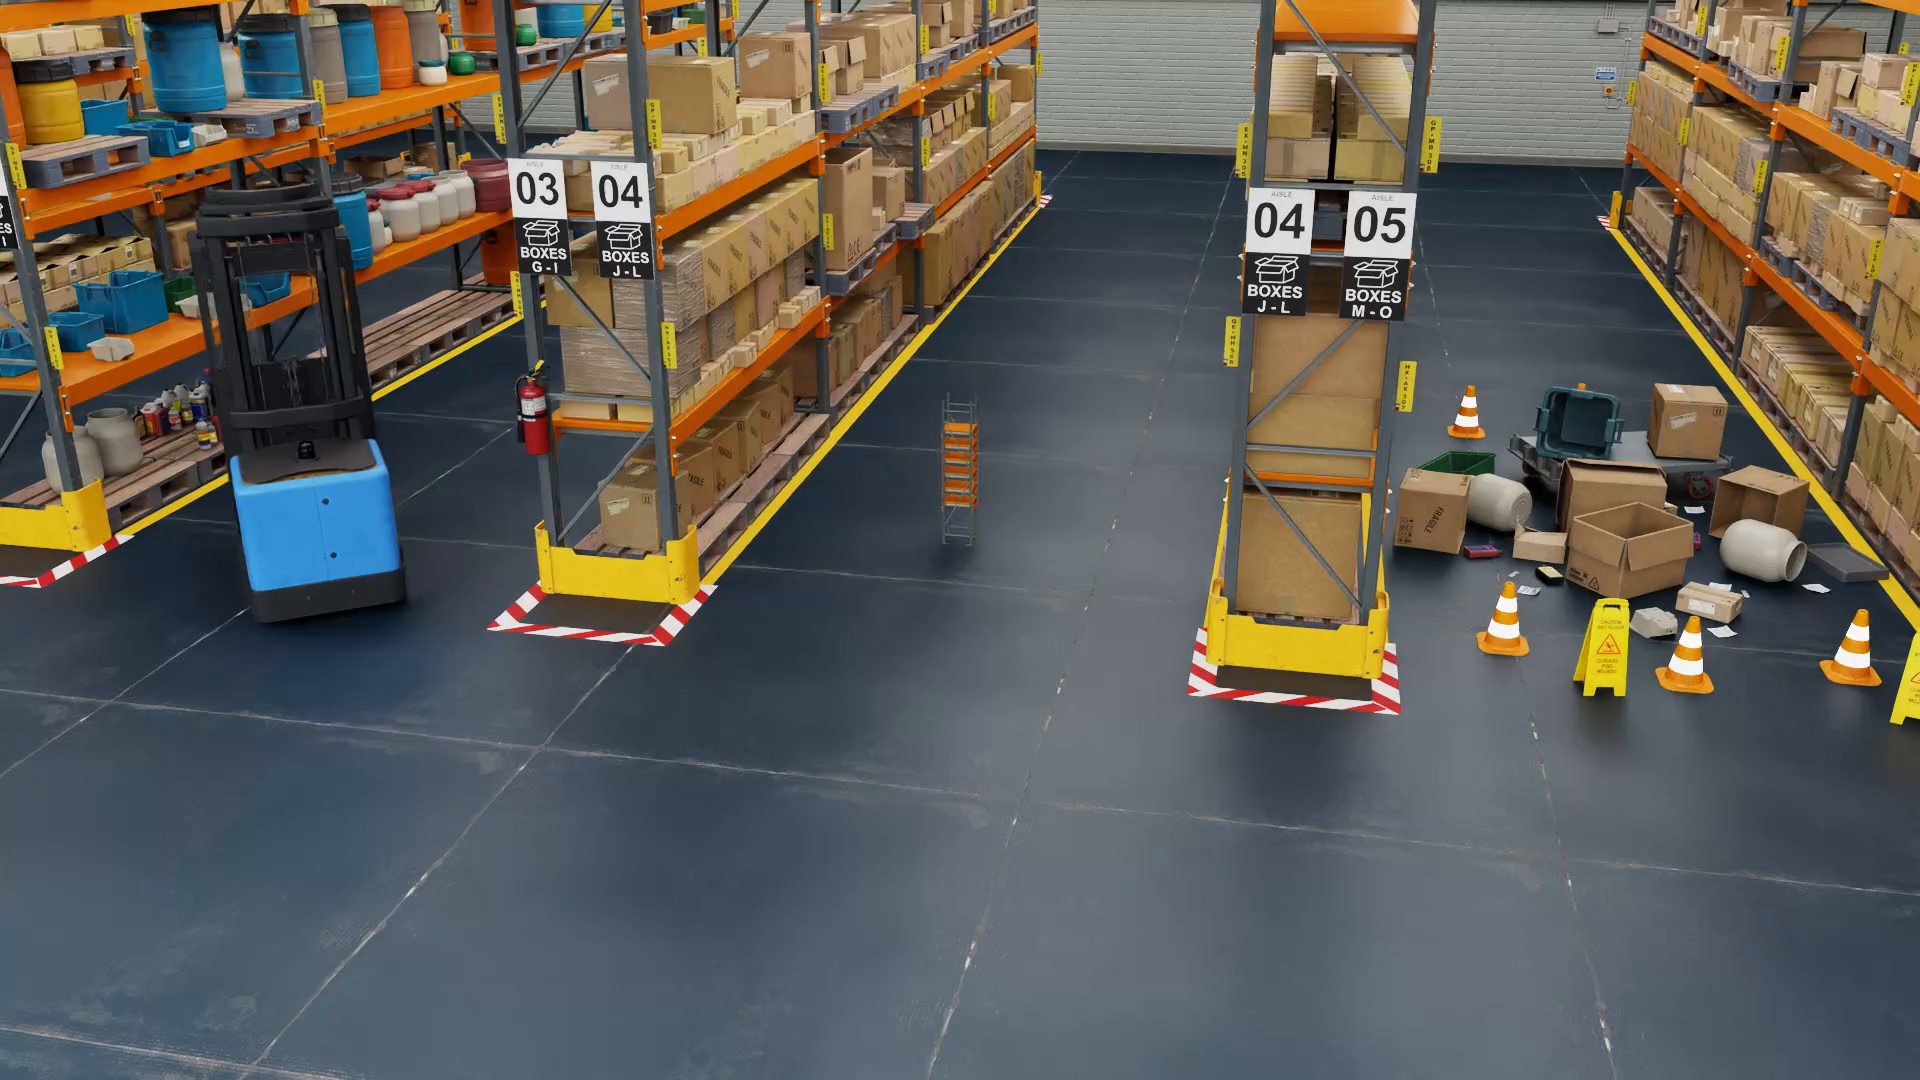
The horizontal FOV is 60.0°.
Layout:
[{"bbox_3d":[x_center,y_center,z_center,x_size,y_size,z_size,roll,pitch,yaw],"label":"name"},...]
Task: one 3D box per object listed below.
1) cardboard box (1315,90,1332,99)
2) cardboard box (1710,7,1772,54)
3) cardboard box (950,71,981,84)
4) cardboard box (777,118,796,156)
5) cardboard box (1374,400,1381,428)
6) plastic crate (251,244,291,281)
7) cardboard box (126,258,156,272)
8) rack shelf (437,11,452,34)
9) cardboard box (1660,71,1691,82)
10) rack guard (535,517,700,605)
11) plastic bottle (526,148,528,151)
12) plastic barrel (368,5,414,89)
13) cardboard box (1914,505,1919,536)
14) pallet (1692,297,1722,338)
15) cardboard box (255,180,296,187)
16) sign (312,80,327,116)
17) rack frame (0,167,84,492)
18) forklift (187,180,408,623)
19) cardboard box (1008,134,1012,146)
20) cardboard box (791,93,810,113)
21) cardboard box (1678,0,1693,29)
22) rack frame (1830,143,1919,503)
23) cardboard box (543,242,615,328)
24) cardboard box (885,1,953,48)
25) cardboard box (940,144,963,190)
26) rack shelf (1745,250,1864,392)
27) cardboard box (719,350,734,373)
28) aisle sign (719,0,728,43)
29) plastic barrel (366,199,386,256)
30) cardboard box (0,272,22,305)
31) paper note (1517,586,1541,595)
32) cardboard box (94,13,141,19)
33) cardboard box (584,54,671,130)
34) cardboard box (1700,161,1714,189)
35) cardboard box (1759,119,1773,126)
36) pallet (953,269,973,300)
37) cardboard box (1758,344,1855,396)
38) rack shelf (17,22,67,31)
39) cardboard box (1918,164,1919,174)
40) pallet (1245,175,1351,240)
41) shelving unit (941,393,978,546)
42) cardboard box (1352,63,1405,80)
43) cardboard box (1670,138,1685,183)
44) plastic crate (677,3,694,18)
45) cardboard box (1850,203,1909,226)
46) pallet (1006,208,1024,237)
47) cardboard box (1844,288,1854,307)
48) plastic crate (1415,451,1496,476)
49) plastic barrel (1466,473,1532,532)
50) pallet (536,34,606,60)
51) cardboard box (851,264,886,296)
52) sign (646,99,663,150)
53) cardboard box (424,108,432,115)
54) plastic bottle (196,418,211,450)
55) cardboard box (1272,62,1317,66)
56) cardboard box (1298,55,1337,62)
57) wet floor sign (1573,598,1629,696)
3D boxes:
[{"bbox_3d":[2.515,-3.214,12.441,0.500,0.250,0.500,4,22,10],"label":"cardboard box"},{"bbox_3d":[9.128,-5.958,19.450,0.500,0.500,0.500,4,22,10],"label":"cardboard box"},{"bbox_3d":[0.143,-6.732,24.883,0.500,0.500,0.500,4,22,9],"label":"cardboard box"},{"bbox_3d":[-1.696,-3.400,13.996,0.500,0.250,0.500,5,22,12],"label":"cardboard box"},{"bbox_3d":[2.636,-1.184,12.107,0.875,0.550,0.550,4,22,11],"label":"cardboard box"},{"bbox_3d":[-6.822,-2.622,15.962,0.767,0.338,0.504,4,22,11],"label":"plastic crate"},{"bbox_3d":[-10.491,-3.383,20.886,0.500,0.250,0.500,5,22,12],"label":"cardboard box"},{"bbox_3d":[-9.398,-7.926,25.997,1.077,0.370,4.000,4,22,11],"label":"rack shelf"},{"bbox_3d":[9.786,-6.317,22.713,0.380,0.149,0.250,5,22,11],"label":"cardboard box"},{"bbox_3d":[-2.542,0.140,12.368,1.175,0.500,0.348,4,22,11],"label":"rack guard"},{"bbox_3d":[-5.738,-5.042,21.955,0.144,0.351,0.185,4,22,11],"label":"plastic bottle"},{"bbox_3d":[-6.288,-5.363,18.095,0.600,0.830,0.708,4,22,11],"label":"plastic barrel"},{"bbox_3d":[7.265,-0.192,11.960,0.500,0.500,0.500,4,22,10],"label":"cardboard box"},{"bbox_3d":[9.262,-2.596,19.548,1.003,0.211,1.213,4,22,11],"label":"pallet"},{"bbox_3d":[-10.144,-5.023,24.599,0.500,0.500,0.500,3,22,8],"label":"cardboard box"},{"bbox_3d":[-6.054,-4.182,15.725,0.100,0.325,0.005,4,22,11],"label":"sign"},{"bbox_3d":[-7.407,-1.370,12.769,1.000,3.000,0.127,4,22,11],"label":"rack frame"},{"bbox_3d":[-5.111,-1.291,12.666,1.130,2.935,3.031,-10,24,-23],"label":"forklift"},{"bbox_3d":[0.541,-5.821,24.158,0.380,0.149,0.250,5,22,12],"label":"cardboard box"},{"bbox_3d":[-1.525,-3.821,14.507,0.380,0.149,0.250,5,23,13],"label":"cardboard box"},{"bbox_3d":[9.850,-7.041,22.007,0.500,0.500,0.500,5,22,12],"label":"cardboard box"},{"bbox_3d":[7.960,-1.699,13.588,1.000,3.000,0.127,4,22,11],"label":"rack frame"},{"bbox_3d":[-2.688,-1.860,12.117,0.500,0.500,0.500,4,22,11],"label":"cardboard box"},{"bbox_3d":[-0.530,-6.301,20.297,0.797,0.503,0.637,4,22,10],"label":"cardboard box"},{"bbox_3d":[-0.252,-4.680,20.856,0.500,0.500,0.500,5,22,11],"label":"cardboard box"},{"bbox_3d":[8.368,-2.097,15.539,1.077,0.370,4.000,4,22,11],"label":"rack shelf"},{"bbox_3d":[-2.018,-1.419,13.229,0.380,0.149,0.250,4,22,11],"label":"cardboard box"},{"bbox_3d":[-3.840,-8.431,26.823,0.394,0.787,0.004,4,22,11],"label":"aisle sign"},{"bbox_3d":[-6.181,-3.229,17.203,0.433,0.535,0.433,0,22,0],"label":"plastic barrel"},{"bbox_3d":[-10.899,-2.895,18.925,0.500,0.311,0.500,4,22,9],"label":"cardboard box"},{"bbox_3d":[4.251,0.372,12.421,0.144,0.017,0.142,13,25,29],"label":"paper note"},{"bbox_3d":[-10.527,-6.735,20.604,0.500,0.500,0.500,4,22,11],"label":"cardboard box"},{"bbox_3d":[-2.489,-3.386,12.559,0.500,0.500,0.500,4,22,11],"label":"cardboard box"},{"bbox_3d":[9.018,-4.273,19.509,0.500,0.250,0.500,5,22,12],"label":"cardboard box"},{"bbox_3d":[9.526,-4.579,19.266,0.500,0.500,0.500,5,23,13],"label":"cardboard box"},{"bbox_3d":[-0.440,-3.352,21.424,1.003,0.211,1.213,4,22,11],"label":"pallet"},{"bbox_3d":[8.508,-1.662,16.450,0.950,0.372,0.625,4,22,10],"label":"cardboard box"},{"bbox_3d":[-14.249,-8.303,26.932,1.077,0.370,4.000,4,22,11],"label":"rack shelf"},{"bbox_3d":[7.653,-2.878,12.836,0.380,0.149,0.250,4,22,10],"label":"cardboard box"},{"bbox_3d":[2.418,-2.199,10.933,1.003,0.211,1.213,4,22,11],"label":"pallet"},{"bbox_3d":[-0.003,-0.551,13.147,0.258,1.200,0.189,4,22,11],"label":"shelving unit"},{"bbox_3d":[3.227,-3.583,12.824,0.380,0.149,0.250,4,22,11],"label":"cardboard box"},{"bbox_3d":[9.437,-4.861,21.304,0.500,0.500,0.500,5,22,11],"label":"cardboard box"},{"bbox_3d":[-4.493,-8.432,26.466,0.497,0.269,0.590,4,22,11],"label":"plastic crate"},{"bbox_3d":[7.961,-2.819,14.405,0.380,0.149,0.250,4,22,9],"label":"cardboard box"},{"bbox_3d":[0.369,-4.807,25.037,1.003,0.211,1.213,4,22,11],"label":"pallet"},{"bbox_3d":[7.866,-2.082,14.312,0.380,0.149,0.250,4,22,9],"label":"cardboard box"},{"bbox_3d":[4.340,-0.599,14.542,0.450,0.188,0.662,7,21,42],"label":"plastic crate"},{"bbox_3d":[4.363,-0.313,13.594,0.421,0.421,0.512,-16,27,-35],"label":"plastic barrel"},{"bbox_3d":[-5.251,-6.353,21.380,1.003,0.211,1.213,4,22,11],"label":"pallet"},{"bbox_3d":[-1.131,-2.868,18.243,0.500,0.250,0.500,7,23,17],"label":"cardboard box"},{"bbox_3d":[-2.027,-2.747,11.006,0.100,0.325,0.005,4,22,11],"label":"sign"},{"bbox_3d":[-8.918,-7.272,27.291,0.500,0.500,0.500,5,22,11],"label":"cardboard box"},{"bbox_3d":[-6.732,-0.947,14.784,0.097,0.271,0.097,0,22,0],"label":"plastic bottle"},{"bbox_3d":[2.583,-3.633,12.946,0.380,0.149,0.250,4,22,10],"label":"cardboard box"},{"bbox_3d":[3.339,-4.475,15.888,0.500,0.311,0.500,4,22,10],"label":"cardboard box"},{"bbox_3d":[4.209,0.677,10.840,0.267,0.644,0.232,1,22,2],"label":"wet floor sign"}]
